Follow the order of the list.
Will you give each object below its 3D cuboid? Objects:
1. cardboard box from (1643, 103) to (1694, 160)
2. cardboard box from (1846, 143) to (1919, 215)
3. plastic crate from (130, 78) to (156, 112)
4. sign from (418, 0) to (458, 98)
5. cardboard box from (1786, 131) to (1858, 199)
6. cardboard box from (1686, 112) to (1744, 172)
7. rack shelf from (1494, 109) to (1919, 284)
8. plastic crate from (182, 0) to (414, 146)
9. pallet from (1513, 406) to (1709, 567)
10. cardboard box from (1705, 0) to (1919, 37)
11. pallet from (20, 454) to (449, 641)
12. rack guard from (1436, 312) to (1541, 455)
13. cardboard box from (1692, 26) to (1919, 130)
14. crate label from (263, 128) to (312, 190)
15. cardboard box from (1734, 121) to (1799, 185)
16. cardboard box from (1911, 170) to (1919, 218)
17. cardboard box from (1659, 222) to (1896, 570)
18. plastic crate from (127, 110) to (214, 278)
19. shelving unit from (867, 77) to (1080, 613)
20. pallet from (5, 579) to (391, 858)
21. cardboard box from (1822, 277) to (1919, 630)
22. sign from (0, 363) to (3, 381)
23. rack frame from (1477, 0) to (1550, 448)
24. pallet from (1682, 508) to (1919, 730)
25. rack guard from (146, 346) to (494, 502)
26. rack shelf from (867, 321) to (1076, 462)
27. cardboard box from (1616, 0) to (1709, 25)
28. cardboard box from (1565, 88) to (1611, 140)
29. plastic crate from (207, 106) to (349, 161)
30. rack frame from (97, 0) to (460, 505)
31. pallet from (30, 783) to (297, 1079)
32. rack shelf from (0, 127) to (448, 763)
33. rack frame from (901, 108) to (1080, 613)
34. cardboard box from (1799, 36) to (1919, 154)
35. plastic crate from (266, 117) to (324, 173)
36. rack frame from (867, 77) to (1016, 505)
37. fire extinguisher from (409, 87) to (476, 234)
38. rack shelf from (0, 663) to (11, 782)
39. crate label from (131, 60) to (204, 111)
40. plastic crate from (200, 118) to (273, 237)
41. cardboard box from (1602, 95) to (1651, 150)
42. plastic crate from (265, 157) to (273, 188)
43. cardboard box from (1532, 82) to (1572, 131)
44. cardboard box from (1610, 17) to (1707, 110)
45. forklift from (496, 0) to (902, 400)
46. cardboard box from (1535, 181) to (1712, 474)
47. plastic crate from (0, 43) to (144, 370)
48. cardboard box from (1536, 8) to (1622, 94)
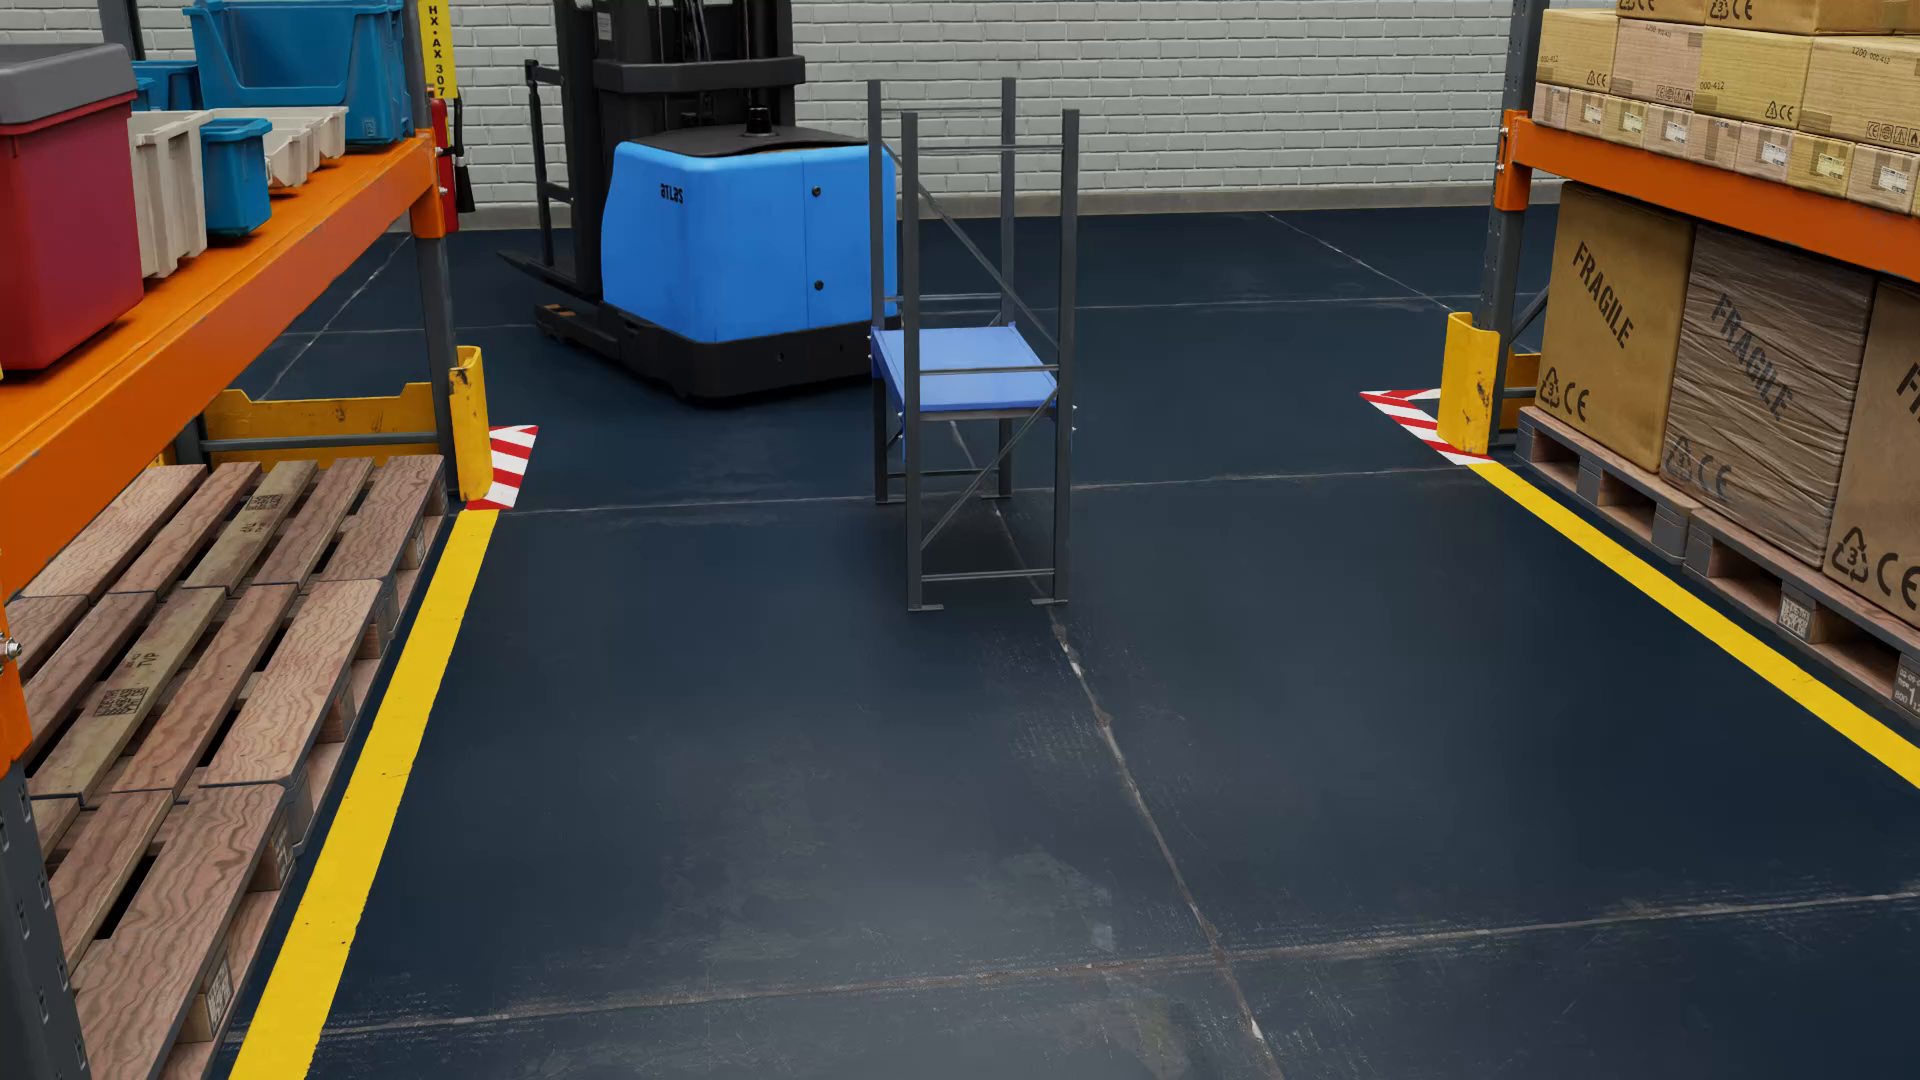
[{"bbox_3d":[2.410,-1.296,5.259,0.380,0.149,0.250,-3,21,-9],"label":"cardboard box"},{"bbox_3d":[2.558,-0.941,4.307,0.380,0.149,0.250,-3,21,-7],"label":"cardboard box"},{"bbox_3d":[-2.526,-1.191,4.771,0.416,0.233,0.300,-3,21,-8],"label":"plastic crate"},{"bbox_3d":[-1.789,-1.681,5.697,0.100,0.325,0.005,-3,21,-8],"label":"sign"},{"bbox_3d":[2.518,-1.031,4.550,0.380,0.149,0.250,-3,21,-9],"label":"cardboard box"},{"bbox_3d":[2.445,-1.208,5.023,0.380,0.149,0.250,-3,21,-9],"label":"cardboard box"},{"bbox_3d":[2.859,-0.792,4.577,1.077,0.370,4.000,-3,21,-8],"label":"rack shelf"},{"bbox_3d":[-2.098,-1.509,5.334,0.616,0.435,0.499,-3,21,-8],"label":"plastic crate"},{"bbox_3d":[2.763,-0.242,6.062,1.003,0.211,1.213,-3,21,-8],"label":"pallet"},{"bbox_3d":[2.525,-1.710,4.724,0.500,0.500,0.500,-3,21,-9],"label":"cardboard box"},{"bbox_3d":[-2.250,0.022,5.354,1.003,0.211,1.213,-3,21,-8],"label":"pallet"},{"bbox_3d":[2.567,-0.658,6.765,1.175,0.500,0.348,-3,21,-8],"label":"rack guard"},{"bbox_3d":[2.523,-1.357,4.850,0.500,0.250,0.500,-4,21,-10],"label":"cardboard box"},{"bbox_3d":[-1.942,-1.006,4.415,0.396,0.136,0.243,-3,21,-8],"label":"crate label"},{"bbox_3d":[2.483,-1.119,4.784,0.380,0.149,0.250,-3,21,-8],"label":"cardboard box"},{"bbox_3d":[2.593,-0.852,4.071,0.380,0.149,0.250,-3,21,-9],"label":"cardboard box"},{"bbox_3d":[2.873,-0.490,5.177,0.875,0.875,0.875,-3,21,-8],"label":"cardboard box"},{"bbox_3d":[-1.792,-0.697,3.379,0.437,0.282,0.530,-3,21,-8],"label":"plastic crate"},{"bbox_3d":[0.012,-0.673,5.375,0.538,1.500,1.048,-3,21,-8],"label":"shelving unit"},{"bbox_3d":[-2.078,0.444,4.226,1.003,0.211,1.213,-3,21,-8],"label":"pallet"},{"bbox_3d":[3.001,-0.182,4.352,0.875,0.875,0.875,-3,21,-8],"label":"cardboard box"},{"bbox_3d":[-1.209,-0.343,1.952,0.100,0.325,0.005,-3,21,-8],"label":"sign"},{"bbox_3d":[2.571,-1.821,6.305,1.000,3.000,0.127,-3,21,-8],"label":"rack frame"},{"bbox_3d":[2.936,0.180,4.934,1.003,0.211,1.213,-3,21,-8],"label":"pallet"},{"bbox_3d":[-2.347,-0.408,6.094,1.175,0.500,0.348,-3,21,-8],"label":"rack guard"},{"bbox_3d":[0.012,-0.505,5.438,0.538,0.185,1.000,-3,21,-8],"label":"rack shelf"},{"bbox_3d":[2.445,-1.889,5.203,0.500,0.500,0.500,-3,21,-9],"label":"cardboard box"},{"bbox_3d":[2.334,-1.475,5.738,0.380,0.149,0.250,-3,21,-9],"label":"cardboard box"},{"bbox_3d":[-2.034,-1.203,4.940,0.396,0.136,0.243,-3,21,-8],"label":"plastic crate"},{"bbox_3d":[-2.331,-1.571,5.636,1.000,3.000,0.127,-3,21,-8],"label":"rack frame"},{"bbox_3d":[-1.898,0.867,3.092,1.003,0.211,1.213,-3,21,-8],"label":"pallet"},{"bbox_3d":[-2.042,-0.542,3.908,1.077,0.370,4.000,-3,21,-8],"label":"rack shelf"},{"bbox_3d":[0.086,-0.497,4.903,0.500,1.500,0.032,-3,21,-8],"label":"rack frame"},{"bbox_3d":[2.603,-1.176,4.368,0.500,0.250,0.500,-3,21,-9],"label":"cardboard box"},{"bbox_3d":[-2.006,-1.102,4.670,0.396,0.136,0.243,-3,21,-8],"label":"plastic crate"},{"bbox_3d":[-0.061,-0.849,5.846,0.500,1.500,0.032,-3,21,-8],"label":"rack frame"},{"bbox_3d":[-1.903,-1.436,5.916,0.296,0.674,0.183,-3,21,-8],"label":"fire extinguisher"},{"bbox_3d":[-1.466,0.843,0.200,1.077,0.370,4.000,-3,21,-8],"label":"rack shelf"},{"bbox_3d":[-2.621,-1.419,5.382,0.416,0.233,0.303,-3,21,-8],"label":"crate label"},{"bbox_3d":[-1.781,-0.823,3.786,0.416,0.233,0.300,-3,21,-8],"label":"plastic crate"},{"bbox_3d":[2.371,-1.387,5.500,0.380,0.149,0.250,-3,21,-9],"label":"cardboard box"},{"bbox_3d":[-1.881,-0.905,4.143,0.298,0.136,0.250,-3,21,-8],"label":"plastic crate"},{"bbox_3d":[2.295,-1.564,5.975,0.380,0.149,0.250,-3,21,-7],"label":"cardboard box"},{"bbox_3d":[2.454,-1.531,5.317,0.500,0.250,0.500,-3,21,-8],"label":"cardboard box"},{"bbox_3d":[-1.516,-2.441,8.063,1.130,2.935,3.031,-14,24,-32],"label":"forklift"},{"bbox_3d":[2.742,-0.805,6.021,0.875,0.875,0.875,-3,21,-8],"label":"cardboard box"},{"bbox_3d":[-1.635,-0.566,2.768,0.402,0.464,0.583,-3,21,-8],"label":"plastic crate"},{"bbox_3d":[2.373,-1.710,5.798,0.500,0.250,0.500,-3,21,-9],"label":"cardboard box"}]
